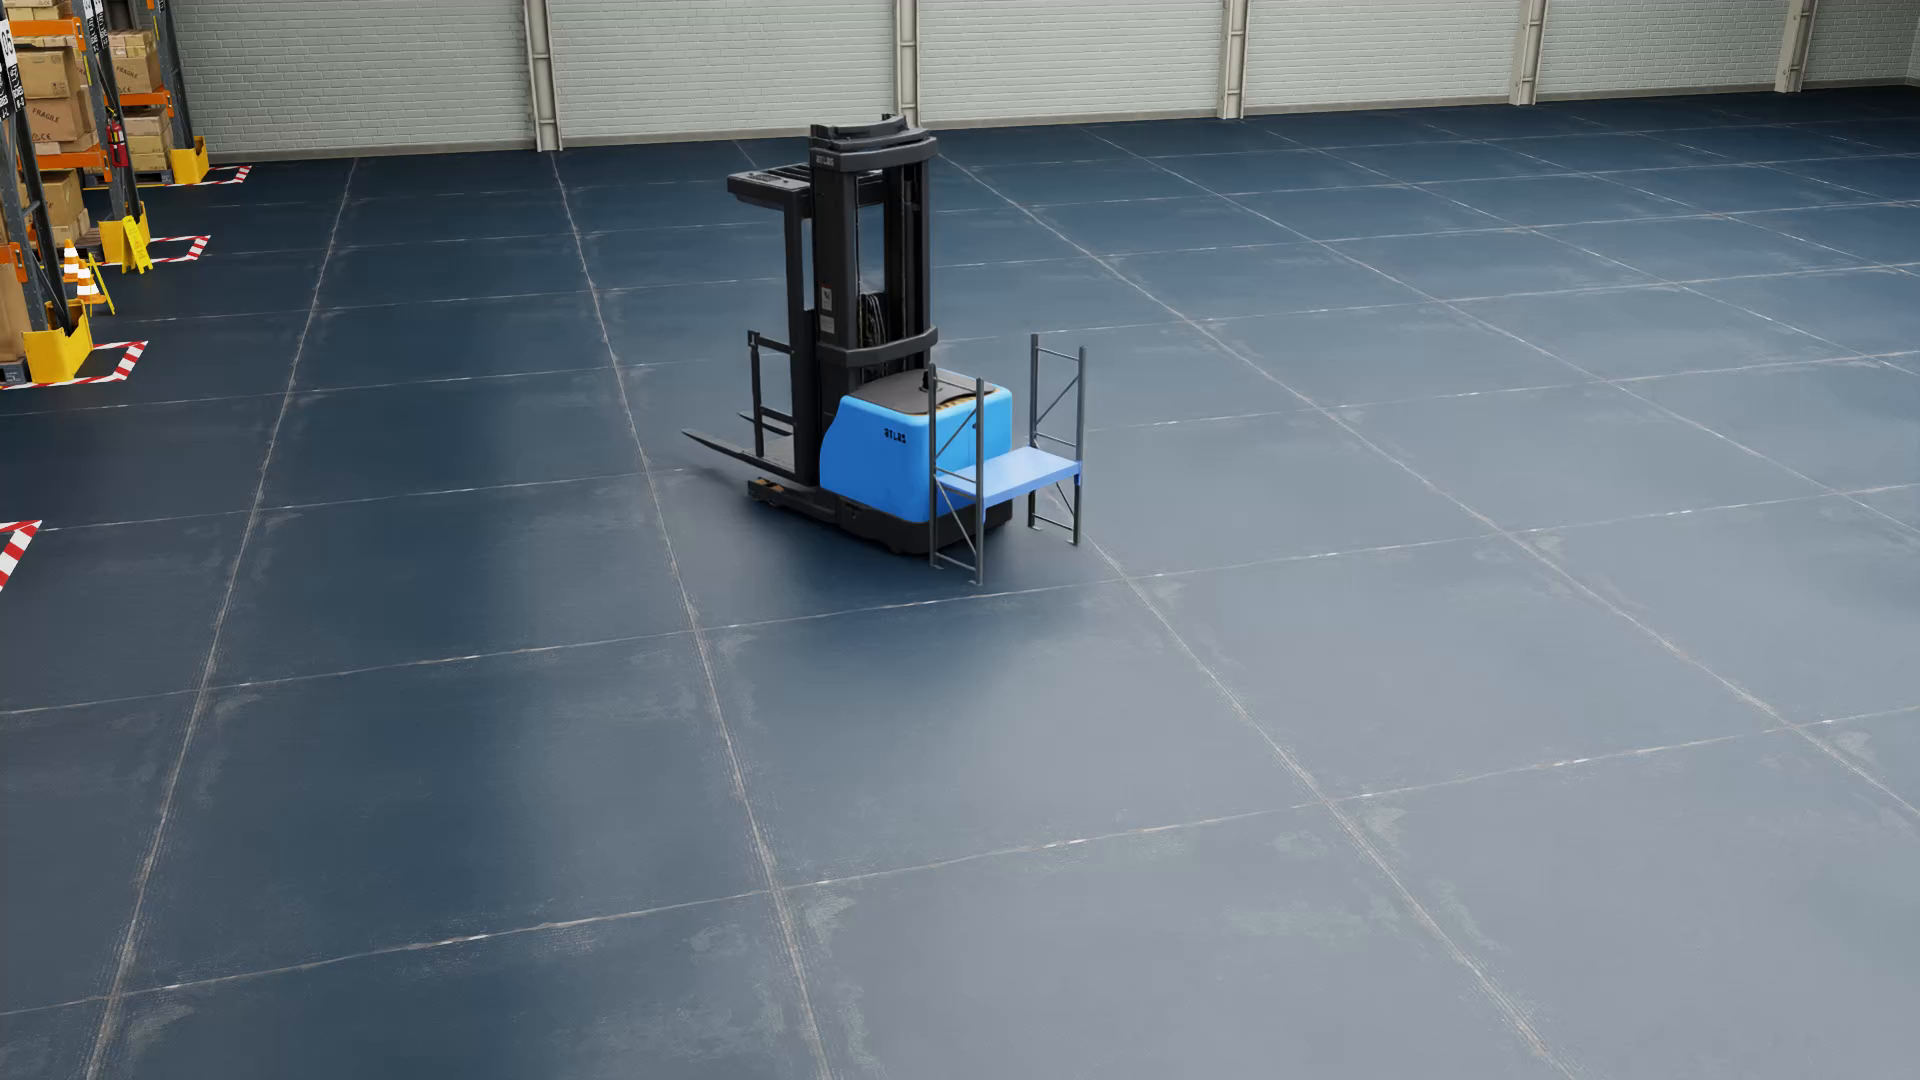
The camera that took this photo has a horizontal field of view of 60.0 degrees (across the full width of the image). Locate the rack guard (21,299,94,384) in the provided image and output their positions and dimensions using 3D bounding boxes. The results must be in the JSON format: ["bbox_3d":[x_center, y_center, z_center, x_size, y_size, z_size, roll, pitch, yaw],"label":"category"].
[{"bbox_3d":[-8.741,-1.934,16.124,0.348,0.500,1.175,-6,24,-14],"label":"rack guard"}]

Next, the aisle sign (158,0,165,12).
[{"bbox_3d":[-11.401,-7.923,23.615,0.004,0.787,0.394,-6,24,-14],"label":"aisle sign"}]

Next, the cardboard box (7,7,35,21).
[{"bbox_3d":[-10.698,-6.029,19.011,0.250,0.149,0.380,-6,24,-14],"label":"cardboard box"}]

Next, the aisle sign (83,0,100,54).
[{"bbox_3d":[-10.061,-6.040,19.226,0.004,0.787,0.394,-6,24,-14],"label":"aisle sign"}]

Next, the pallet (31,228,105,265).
[{"bbox_3d":[-11.064,-3.586,20.341,1.213,0.211,1.003,-6,24,-14],"label":"pallet"}]

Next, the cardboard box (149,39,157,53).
[{"bbox_3d":[-11.940,-7.240,24.369,0.250,0.149,0.380,-7,24,-16],"label":"cardboard box"}]

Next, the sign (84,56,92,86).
[{"bbox_3d":[-10.068,-5.414,19.193,0.005,0.325,0.100,-6,24,-14],"label":"sign"}]

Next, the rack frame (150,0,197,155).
[{"bbox_3d":[-11.543,-6.833,24.371,0.127,3.000,1.000,-6,24,-14],"label":"rack frame"}]

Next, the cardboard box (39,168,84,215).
[{"bbox_3d":[-11.073,-4.239,20.330,0.500,0.500,0.500,-7,24,-16],"label":"cardboard box"}]

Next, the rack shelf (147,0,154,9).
[{"bbox_3d":[-13.469,-7.668,23.425,4.000,0.370,1.077,-6,24,-14],"label":"rack shelf"}]

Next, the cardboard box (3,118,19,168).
[{"bbox_3d":[-9.132,-3.621,15.325,0.550,0.550,0.875,-6,24,-14],"label":"cardboard box"}]

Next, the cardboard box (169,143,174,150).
[{"bbox_3d":[-12.069,-5.785,24.882,0.500,0.250,0.500,-6,24,-14],"label":"cardboard box"}]

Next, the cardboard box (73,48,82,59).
[{"bbox_3d":[-12.548,-6.969,23.738,0.250,0.149,0.380,-6,24,-15],"label":"cardboard box"}]

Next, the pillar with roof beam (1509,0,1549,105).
[{"bbox_3d":[11.814,-10.780,25.961,0.400,9.000,9.100,-6,24,-14],"label":"pillar with roof beam"}]

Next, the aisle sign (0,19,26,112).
[{"bbox_3d":[-8.777,-4.397,15.396,0.004,0.787,0.394,-6,24,-14],"label":"aisle sign"}]

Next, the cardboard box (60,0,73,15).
[{"bbox_3d":[-10.606,-6.300,19.643,0.250,0.149,0.380,-6,24,-14],"label":"cardboard box"}]

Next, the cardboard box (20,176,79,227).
[{"bbox_3d":[-10.900,-4.039,19.862,0.500,0.500,0.500,-6,24,-14],"label":"cardboard box"}]

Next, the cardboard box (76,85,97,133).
[{"bbox_3d":[-10.730,-5.187,20.030,0.500,0.500,0.500,-7,24,-15],"label":"cardboard box"}]

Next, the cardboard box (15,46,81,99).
[{"bbox_3d":[-10.632,-5.454,19.385,0.500,0.500,0.700,-7,24,-16],"label":"cardboard box"}]

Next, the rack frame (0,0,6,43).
[{"bbox_3d":[-8.764,-5.837,14.442,0.127,3.000,1.000,-6,24,-14],"label":"rack frame"}]

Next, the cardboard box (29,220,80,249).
[{"bbox_3d":[-10.928,-3.688,19.995,0.500,0.250,0.500,-6,24,-15],"label":"cardboard box"}]

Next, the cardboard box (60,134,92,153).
[{"bbox_3d":[-10.501,-4.713,19.748,0.250,0.149,0.380,-5,24,-13],"label":"cardboard box"}]

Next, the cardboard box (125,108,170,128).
[{"bbox_3d":[-12.057,-6.243,24.681,0.500,0.250,0.500,-7,24,-15],"label":"cardboard box"}]

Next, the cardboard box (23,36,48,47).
[{"bbox_3d":[-13.033,-7.022,23.484,0.250,0.149,0.380,-6,24,-13],"label":"cardboard box"}]

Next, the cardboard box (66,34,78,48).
[{"bbox_3d":[-12.565,-7.121,23.716,0.250,0.149,0.380,-6,24,-14],"label":"cardboard box"}]

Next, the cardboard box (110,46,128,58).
[{"bbox_3d":[-12.039,-6.995,23.800,0.250,0.149,0.380,-6,24,-14],"label":"cardboard box"}]

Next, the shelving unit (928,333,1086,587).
[{"bbox_3d":[0.333,-0.580,11.699,1.048,1.500,0.538,-21,31,-40],"label":"shelving unit"}]

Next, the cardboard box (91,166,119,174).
[{"bbox_3d":[-12.392,-5.543,24.319,0.500,0.250,0.500,-6,24,-14],"label":"cardboard box"}]

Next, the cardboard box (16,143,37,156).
[{"bbox_3d":[-10.968,-4.624,19.542,0.250,0.149,0.380,-7,24,-15],"label":"cardboard box"}]

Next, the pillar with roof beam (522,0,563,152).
[{"bbox_3d":[-5.517,-8.863,21.493,0.400,9.000,9.100,-6,24,-14],"label":"pillar with roof beam"}]

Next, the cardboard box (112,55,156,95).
[{"bbox_3d":[-11.946,-6.727,23.997,0.500,0.500,0.500,-7,24,-16],"label":"cardboard box"}]

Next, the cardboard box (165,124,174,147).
[{"bbox_3d":[-12.052,-6.021,24.799,0.500,0.250,0.500,-6,24,-13],"label":"cardboard box"}]

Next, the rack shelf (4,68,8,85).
[{"bbox_3d":[-10.690,-3.915,14.679,4.000,0.370,1.077,-6,24,-14],"label":"rack shelf"}]

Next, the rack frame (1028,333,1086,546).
[{"bbox_3d":[0.694,-0.721,12.028,0.032,1.500,0.500,-21,31,-40],"label":"rack frame"}]

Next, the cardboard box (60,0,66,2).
[{"bbox_3d":[-10.755,-6.443,19.470,0.500,0.250,0.500,-7,24,-15],"label":"cardboard box"}]

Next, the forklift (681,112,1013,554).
[{"bbox_3d":[-1.009,-1.728,12.560,3.031,2.935,1.130,21,31,40],"label":"forklift"}]

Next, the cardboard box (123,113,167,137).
[{"bbox_3d":[-11.902,-6.055,24.243,0.500,0.250,0.500,-5,24,-13],"label":"cardboard box"}]

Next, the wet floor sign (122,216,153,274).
[{"bbox_3d":[-9.727,-3.481,19.545,0.232,0.644,0.267,2,23,4],"label":"wet floor sign"}]

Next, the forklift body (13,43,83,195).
[{"bbox_3d":[-12.876,-5.549,22.454,1.214,2.155,2.313,-6,24,-14],"label":"forklift body"}]

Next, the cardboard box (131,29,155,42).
[{"bbox_3d":[-11.924,-7.359,24.270,0.250,0.149,0.380,-7,24,-15],"label":"cardboard box"}]

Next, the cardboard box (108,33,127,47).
[{"bbox_3d":[-12.060,-7.158,23.801,0.250,0.149,0.380,-6,24,-14],"label":"cardboard box"}]

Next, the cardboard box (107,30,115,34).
[{"bbox_3d":[-12.436,-7.311,24.157,0.250,0.149,0.380,-6,24,-13],"label":"cardboard box"}]

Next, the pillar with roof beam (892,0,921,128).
[{"bbox_3d":[0.260,-9.502,22.983,0.400,9.000,9.100,-6,24,-14],"label":"pillar with roof beam"}]

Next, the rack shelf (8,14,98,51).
[{"bbox_3d":[-12.125,-5.784,19.034,4.000,0.370,1.077,-6,24,-14],"label":"rack shelf"}]

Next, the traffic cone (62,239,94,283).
[{"bbox_3d":[-10.264,-3.248,19.232,0.334,0.463,0.336,-6,24,-14],"label":"traffic cone"}]

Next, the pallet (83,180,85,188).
[{"bbox_3d":[-13.441,-5.326,24.394,1.213,0.211,1.003,-6,24,-14],"label":"pallet"}]
